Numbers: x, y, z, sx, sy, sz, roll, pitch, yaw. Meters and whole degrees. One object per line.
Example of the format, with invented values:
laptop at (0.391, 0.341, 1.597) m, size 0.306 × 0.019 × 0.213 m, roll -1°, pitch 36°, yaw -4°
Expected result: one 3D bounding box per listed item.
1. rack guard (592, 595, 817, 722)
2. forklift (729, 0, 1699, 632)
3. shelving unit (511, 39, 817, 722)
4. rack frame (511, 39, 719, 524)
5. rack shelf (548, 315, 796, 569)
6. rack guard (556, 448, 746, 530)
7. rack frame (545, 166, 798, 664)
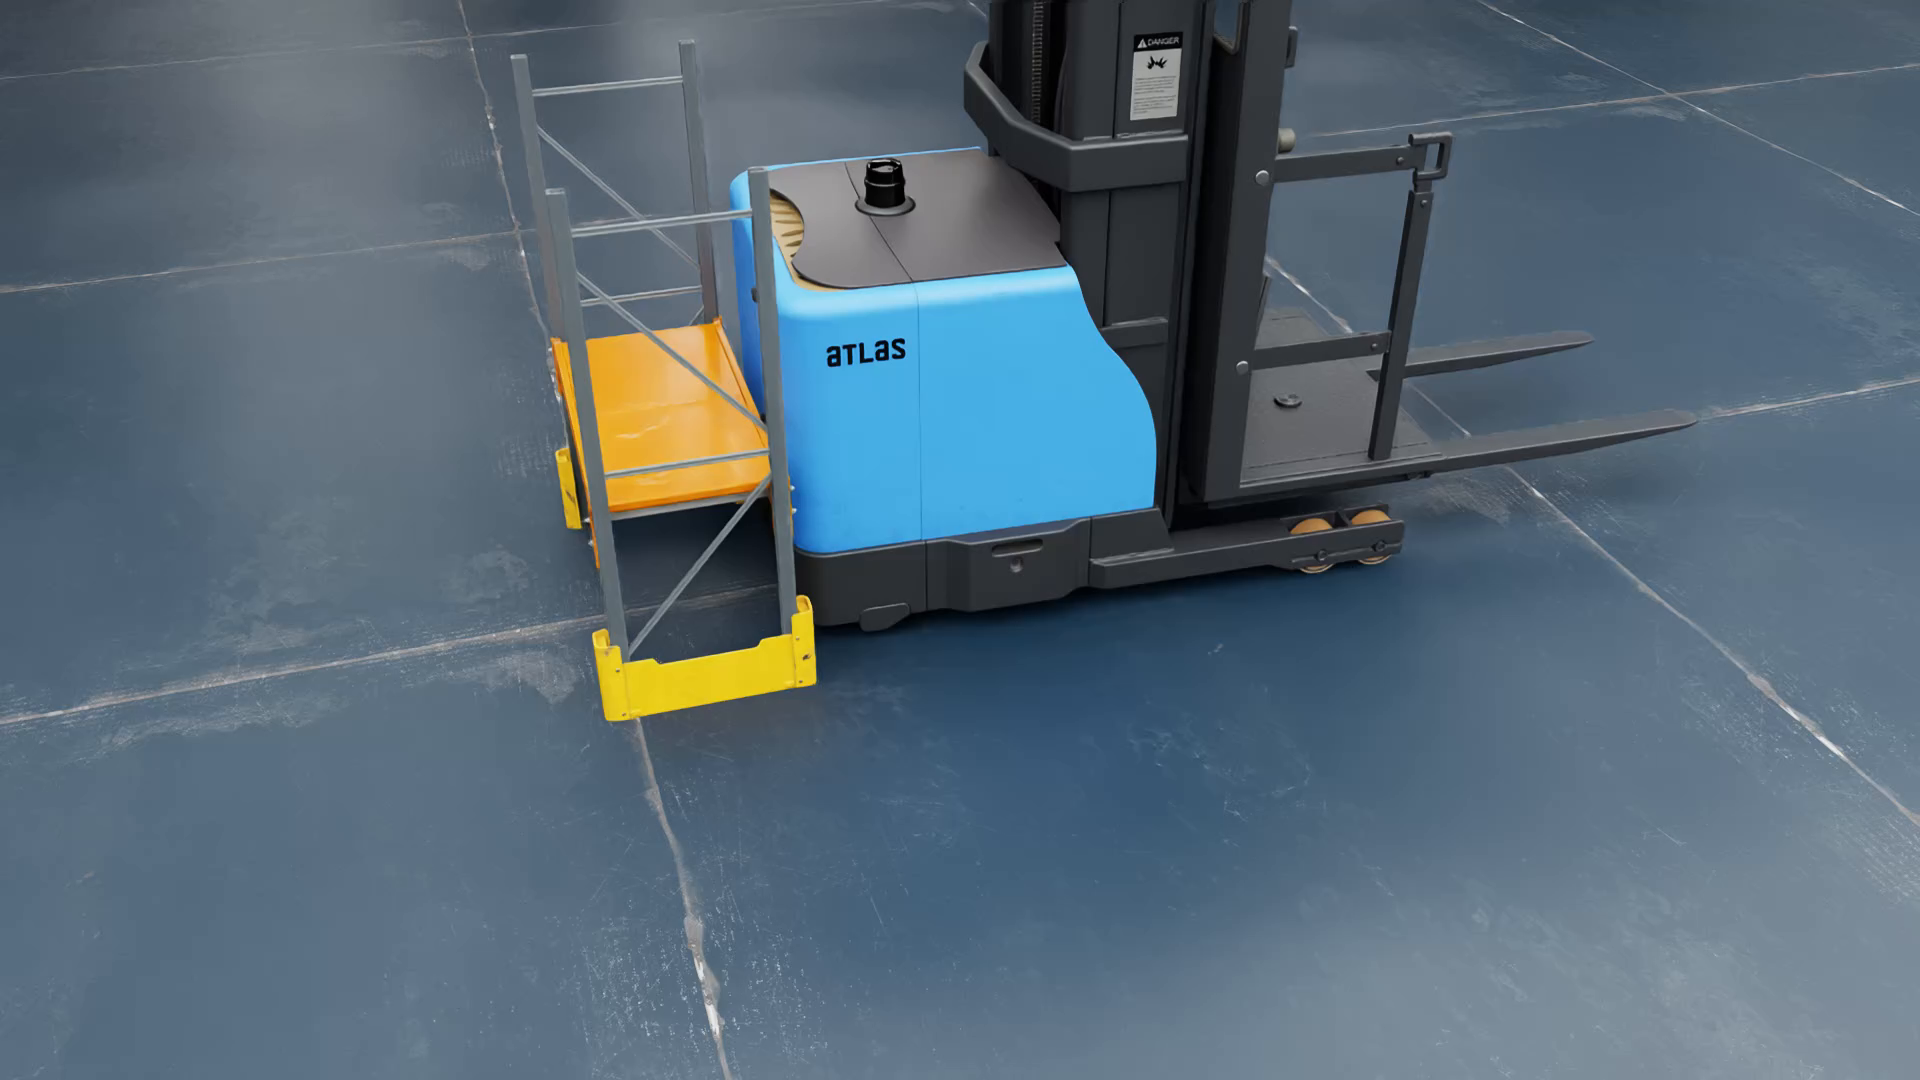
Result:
rack guard at (-0.689, 0.322, 4.535) m, size 0.587 × 0.250 × 0.087 m, roll -10°, pitch 35°, yaw -14°
forklift at (0.871, -1.394, 4.701) m, size 3.031 × 2.935 × 1.130 m, roll -8°, pitch 34°, yaw -12°
shelving unit at (-0.834, -0.462, 4.588) m, size 0.587 × 1.500 × 1.083 m, roll -10°, pitch 35°, yaw -14°
rack frame at (-0.980, -0.725, 4.986) m, size 0.500 × 1.500 × 0.032 m, roll -10°, pitch 35°, yaw -14°
rack shelf at (-0.831, -0.307, 4.680) m, size 0.538 × 0.185 × 1.000 m, roll -10°, pitch 35°, yaw -14°
rack guard at (-0.979, -0.203, 5.330) m, size 0.587 × 0.250 × 0.087 m, roll -10°, pitch 35°, yaw -14°
rack frame at (-0.683, -0.189, 4.175) m, size 0.500 × 1.500 × 0.032 m, roll -10°, pitch 35°, yaw -14°
